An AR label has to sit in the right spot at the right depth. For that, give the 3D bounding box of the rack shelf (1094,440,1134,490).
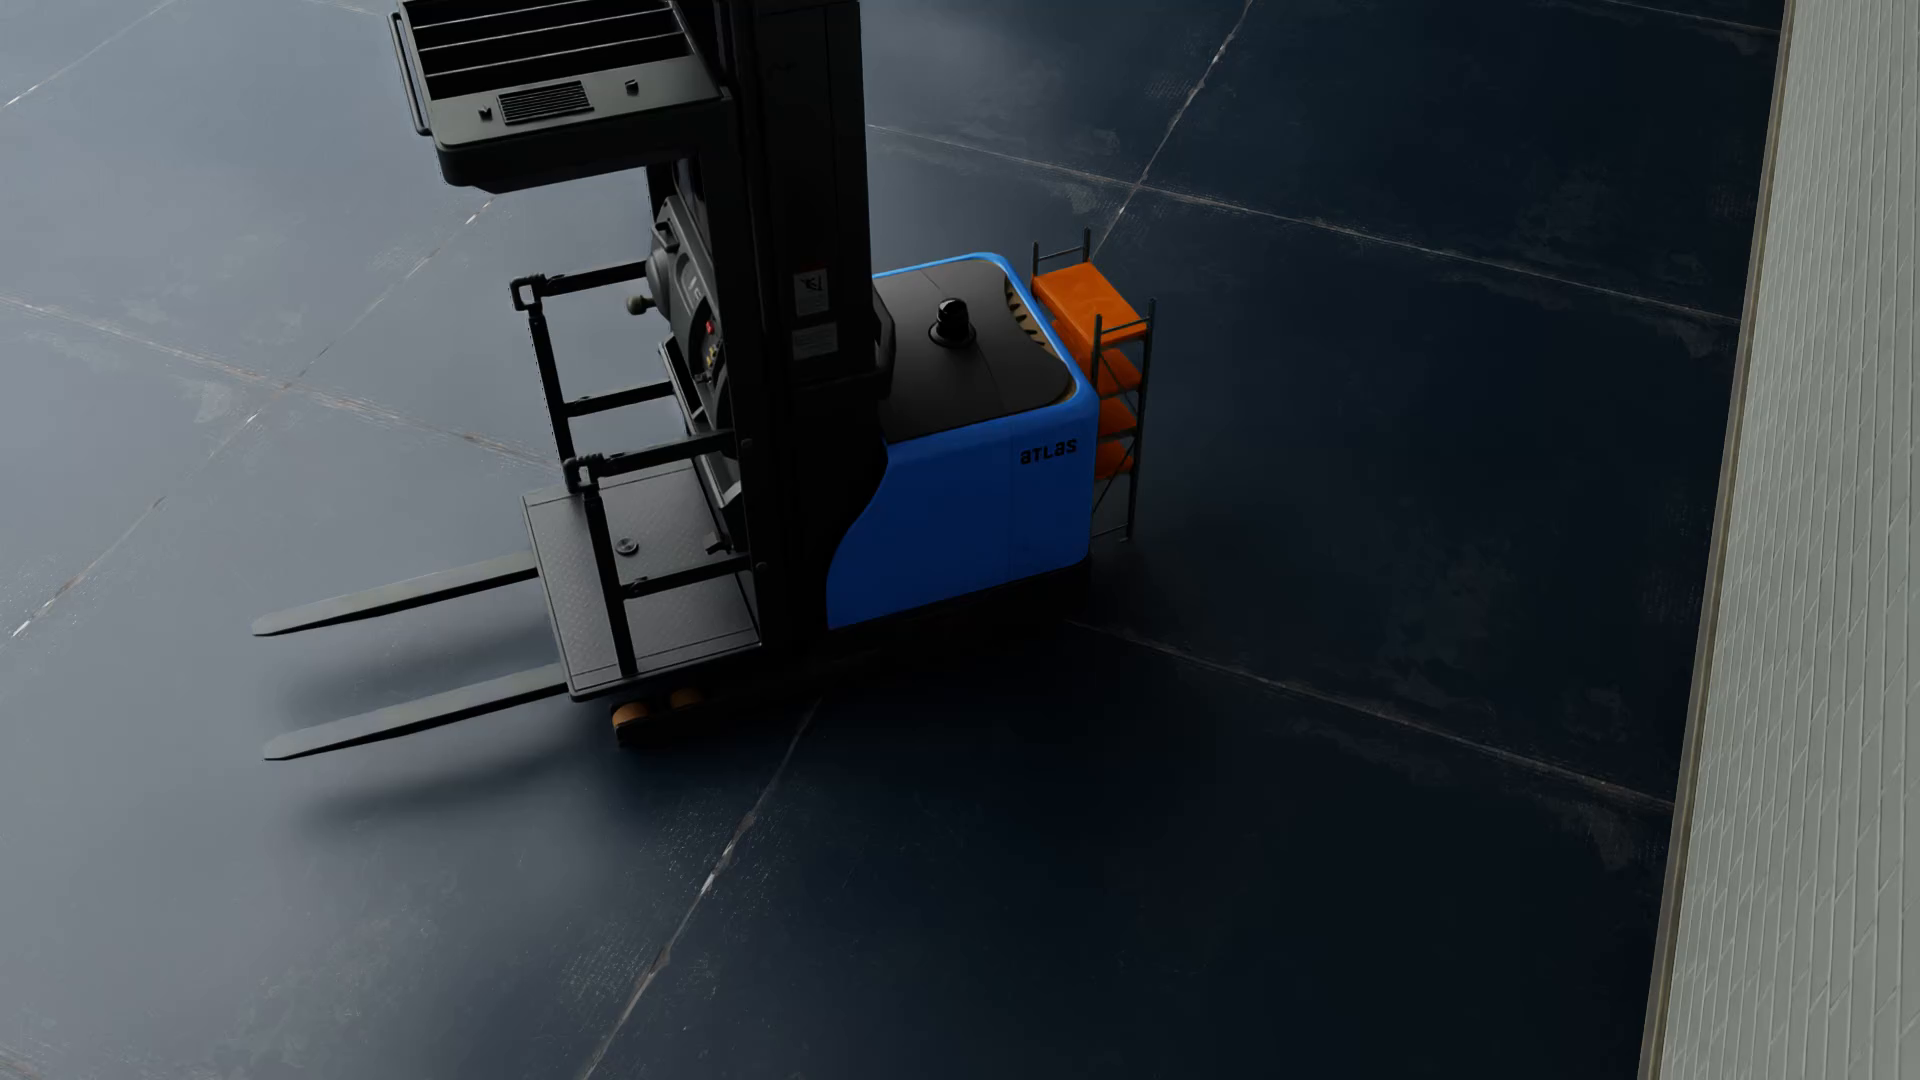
[{"bbox_3d":[0.483,-0.365,6.643,0.258,0.148,0.480,-18,48,-18],"label":"rack shelf"}]

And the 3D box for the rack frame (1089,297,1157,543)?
[{"bbox_3d":[0.587,-0.397,6.299,0.240,1.200,0.015,-18,48,-18],"label":"rack frame"}]

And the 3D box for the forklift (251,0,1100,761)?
[{"bbox_3d":[-1.073,-0.720,5.395,3.031,2.935,1.130,-15,47,-14],"label":"forklift"}]

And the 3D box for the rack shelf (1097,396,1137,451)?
[{"bbox_3d":[0.483,-0.505,6.503,0.258,0.148,0.480,-18,48,-18],"label":"rack shelf"}]

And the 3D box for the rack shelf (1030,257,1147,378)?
[{"bbox_3d":[0.483,-0.832,6.178,0.258,0.148,0.480,-18,48,-18],"label":"rack shelf"}]

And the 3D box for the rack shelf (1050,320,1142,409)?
[{"bbox_3d":[0.483,-0.664,6.345,0.258,0.148,0.480,-18,48,-18],"label":"rack shelf"}]

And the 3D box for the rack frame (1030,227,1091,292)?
[{"bbox_3d":[0.379,-0.709,6.612,0.240,1.200,0.015,-18,48,-18],"label":"rack frame"}]

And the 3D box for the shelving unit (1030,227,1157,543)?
[{"bbox_3d":[0.483,-0.553,6.455,0.258,1.200,0.503,-18,48,-18],"label":"shelving unit"}]
